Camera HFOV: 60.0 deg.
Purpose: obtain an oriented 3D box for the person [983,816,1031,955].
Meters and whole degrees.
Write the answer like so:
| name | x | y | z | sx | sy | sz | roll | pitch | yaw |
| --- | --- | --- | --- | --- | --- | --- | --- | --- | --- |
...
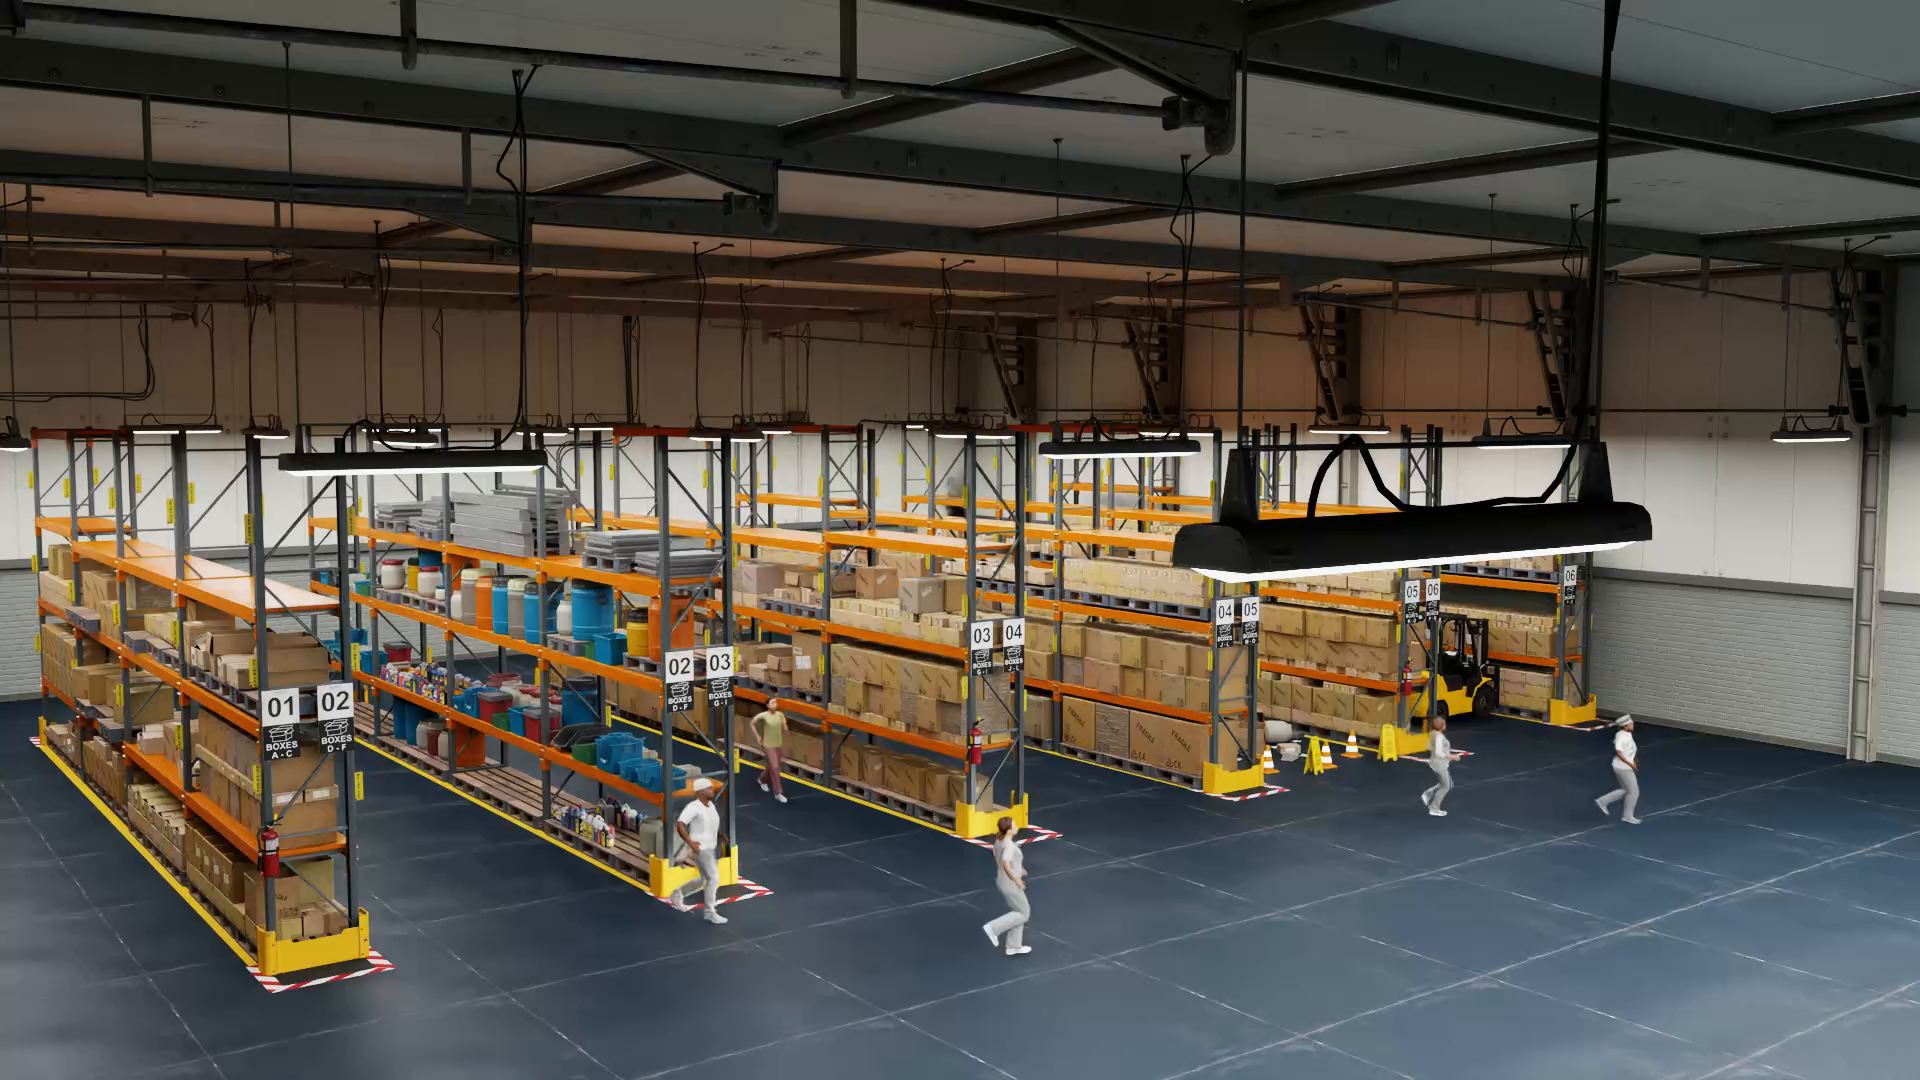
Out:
| name | x | y | z | sx | sy | sz | roll | pitch | yaw |
| --- | --- | --- | --- | --- | --- | --- | --- | --- | --- |
| person | 0.533 | 4.004 | 19.271 | 0.597 | 1.624 | 0.580 | -1 | 5 | -18 |

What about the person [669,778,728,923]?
| name | x | y | z | sx | sy | sz | roll | pitch | yaw |
| --- | --- | --- | --- | --- | --- | --- | --- | --- | --- |
| person | -3.231 | 3.843 | 20.727 | 0.784 | 1.749 | 0.736 | 1 | 5 | 11 |

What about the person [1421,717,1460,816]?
| name | x | y | z | sx | sy | sz | roll | pitch | yaw |
| --- | --- | --- | --- | --- | --- | --- | --- | --- | --- |
| person | 7.487 | 3.527 | 25.897 | 0.551 | 1.541 | 0.529 | 1 | 5 | 7 |

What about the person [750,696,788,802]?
| name | x | y | z | sx | sy | sz | roll | pitch | yaw |
| --- | --- | --- | --- | --- | --- | --- | --- | --- | --- |
| person | -3.048 | 3.351 | 26.993 | 0.570 | 1.665 | 0.960 | -4 | 6 | -41 |

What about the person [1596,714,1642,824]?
| name | x | y | z | sx | sy | sz | roll | pitch | yaw |
| --- | --- | --- | --- | --- | --- | --- | --- | --- | --- |
| person | 10.140 | 3.500 | 25.481 | 0.620 | 1.685 | 0.587 | 1 | 5 | 14 |
